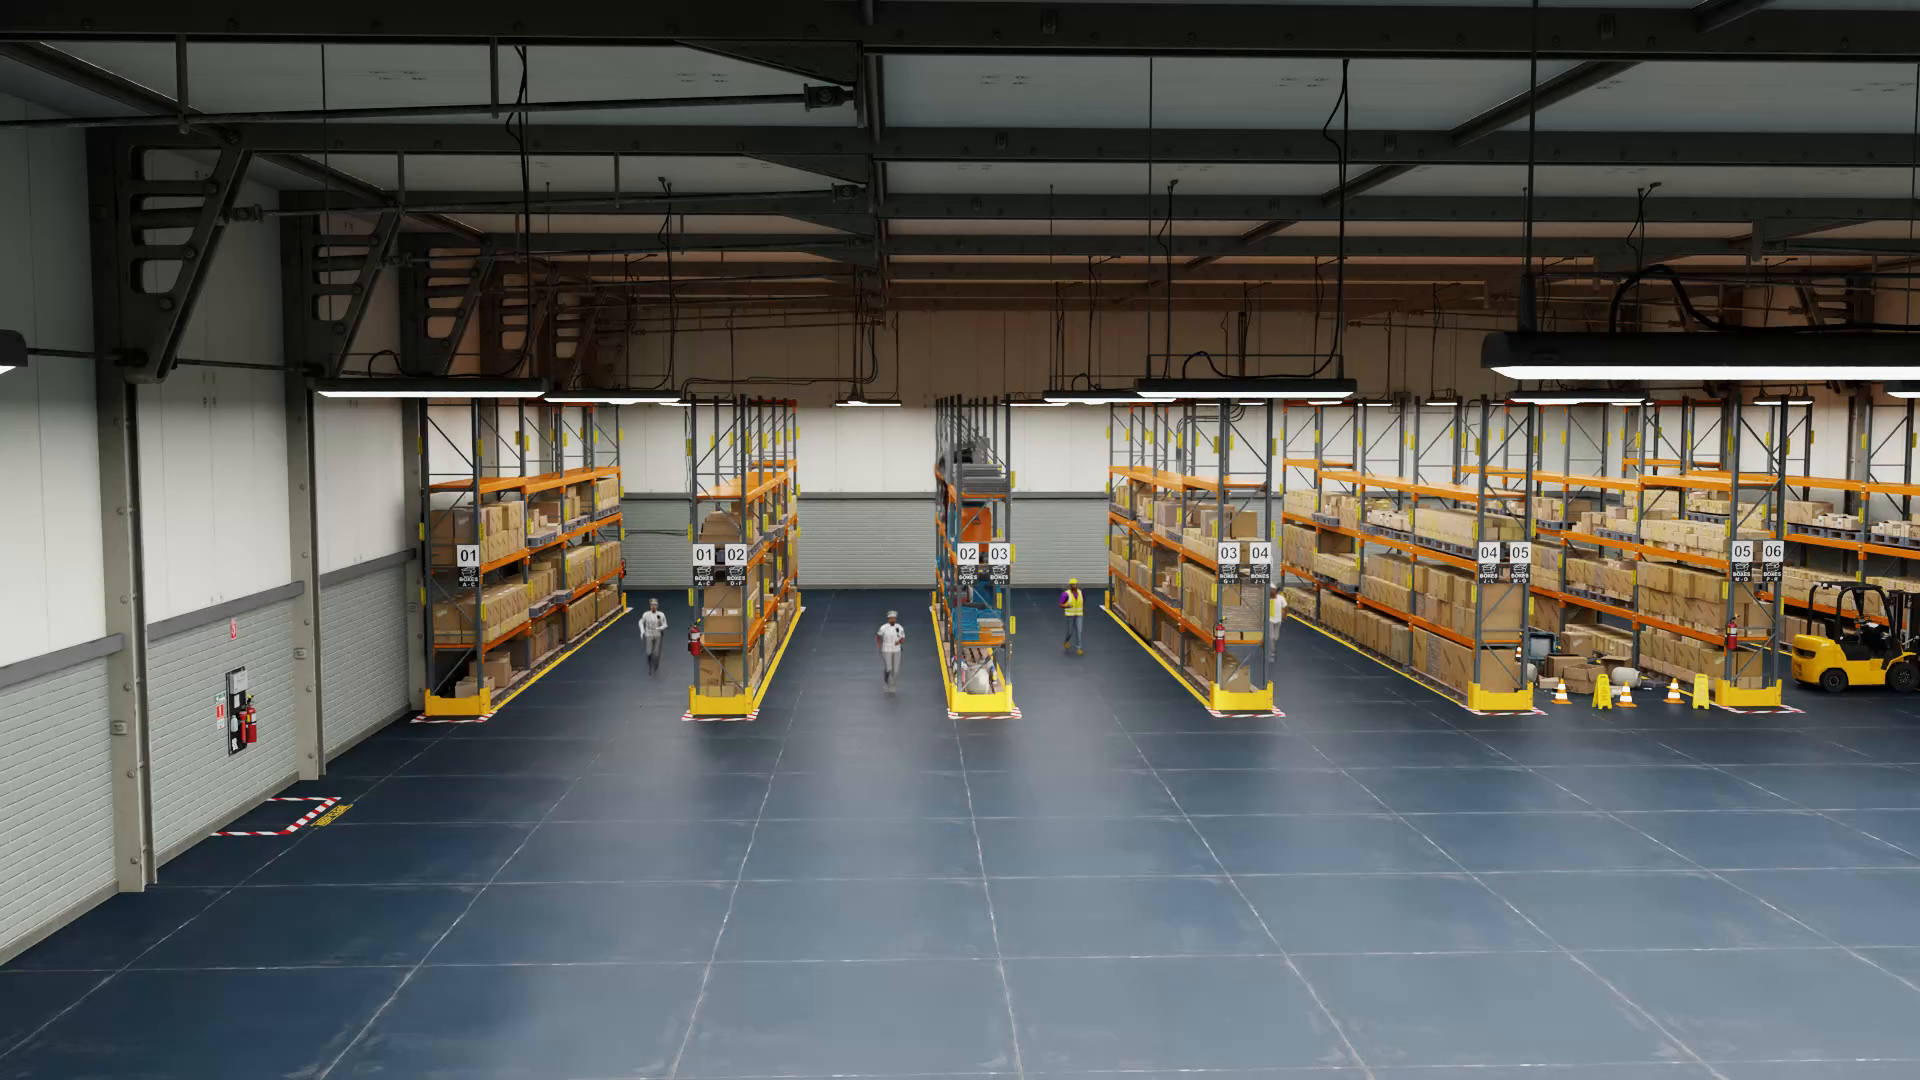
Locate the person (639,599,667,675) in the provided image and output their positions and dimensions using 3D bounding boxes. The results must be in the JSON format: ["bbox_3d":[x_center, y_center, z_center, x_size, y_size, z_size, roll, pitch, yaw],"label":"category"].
[{"bbox_3d":[-6.563,2.078,35.583,0.593,1.660,0.624,-1,5,-10],"label":"person"}]

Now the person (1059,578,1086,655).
[{"bbox_3d":[2.653,1.761,38.685,0.703,1.739,0.985,-1,5,-15],"label":"person"}]

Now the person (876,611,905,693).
[{"bbox_3d":[-1.372,2.256,33.386,0.550,1.657,0.638,-1,5,-10],"label":"person"}]

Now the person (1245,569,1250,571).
[{"bbox_3d":[7.907,1.172,47.071,0.770,1.729,0.593,2,5,25],"label":"person"}]

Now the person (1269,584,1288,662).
[{"bbox_3d":[7.127,1.863,37.942,0.694,1.772,0.810,0,4,-1],"label":"person"}]
